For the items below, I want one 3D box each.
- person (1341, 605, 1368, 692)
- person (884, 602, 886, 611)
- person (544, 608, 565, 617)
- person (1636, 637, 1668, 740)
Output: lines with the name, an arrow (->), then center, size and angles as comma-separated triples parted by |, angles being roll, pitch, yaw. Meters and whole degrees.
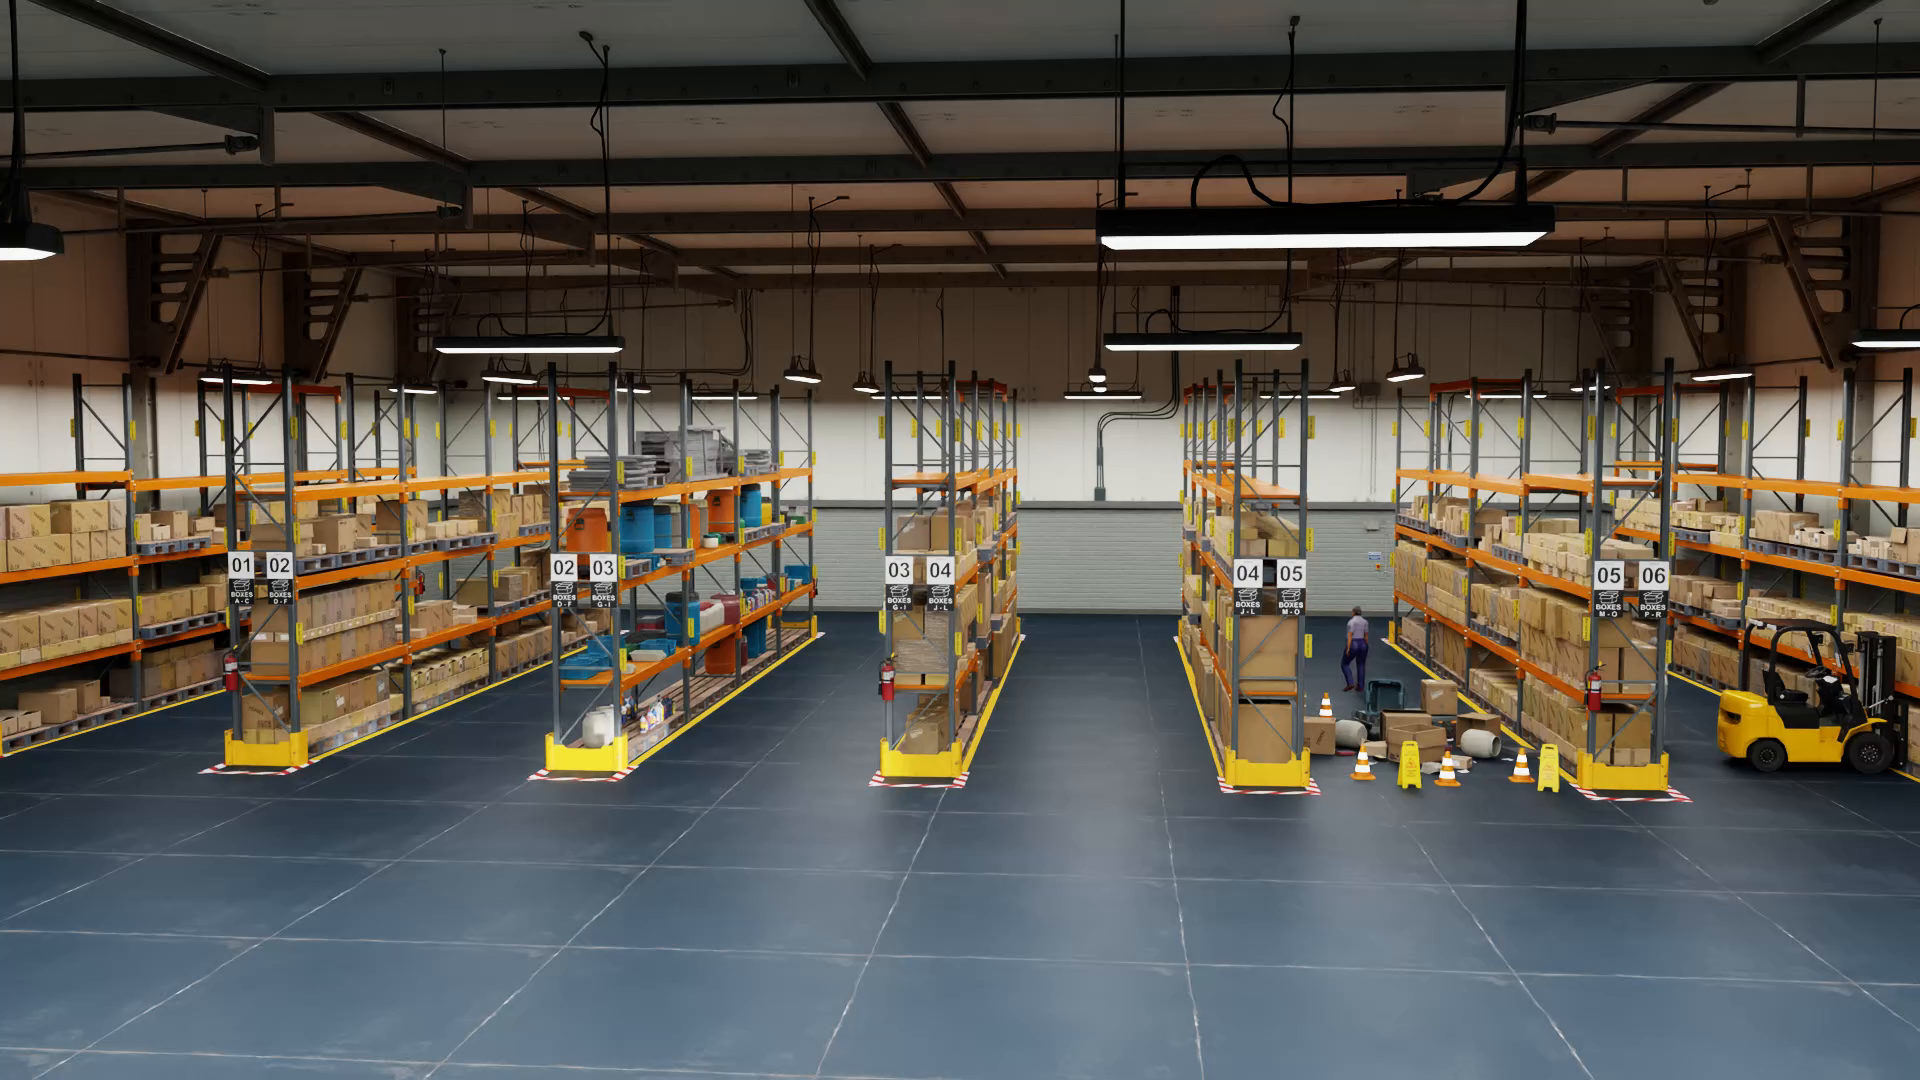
person -> 7.605, 2.098, 31.952 | 0.529, 1.683, 0.392 | -2, 4, -24
person -> -1.441, 1.827, 35.585 | 0.536, 1.681, 0.463 | 2, 4, 32
person -> -10.416, 1.315, 43.090 | 1.085, 1.718, 0.559 | 2, 4, 32
person -> 11.225, 2.426, 26.890 | 0.513, 1.707, 0.484 | -1, 4, -10
